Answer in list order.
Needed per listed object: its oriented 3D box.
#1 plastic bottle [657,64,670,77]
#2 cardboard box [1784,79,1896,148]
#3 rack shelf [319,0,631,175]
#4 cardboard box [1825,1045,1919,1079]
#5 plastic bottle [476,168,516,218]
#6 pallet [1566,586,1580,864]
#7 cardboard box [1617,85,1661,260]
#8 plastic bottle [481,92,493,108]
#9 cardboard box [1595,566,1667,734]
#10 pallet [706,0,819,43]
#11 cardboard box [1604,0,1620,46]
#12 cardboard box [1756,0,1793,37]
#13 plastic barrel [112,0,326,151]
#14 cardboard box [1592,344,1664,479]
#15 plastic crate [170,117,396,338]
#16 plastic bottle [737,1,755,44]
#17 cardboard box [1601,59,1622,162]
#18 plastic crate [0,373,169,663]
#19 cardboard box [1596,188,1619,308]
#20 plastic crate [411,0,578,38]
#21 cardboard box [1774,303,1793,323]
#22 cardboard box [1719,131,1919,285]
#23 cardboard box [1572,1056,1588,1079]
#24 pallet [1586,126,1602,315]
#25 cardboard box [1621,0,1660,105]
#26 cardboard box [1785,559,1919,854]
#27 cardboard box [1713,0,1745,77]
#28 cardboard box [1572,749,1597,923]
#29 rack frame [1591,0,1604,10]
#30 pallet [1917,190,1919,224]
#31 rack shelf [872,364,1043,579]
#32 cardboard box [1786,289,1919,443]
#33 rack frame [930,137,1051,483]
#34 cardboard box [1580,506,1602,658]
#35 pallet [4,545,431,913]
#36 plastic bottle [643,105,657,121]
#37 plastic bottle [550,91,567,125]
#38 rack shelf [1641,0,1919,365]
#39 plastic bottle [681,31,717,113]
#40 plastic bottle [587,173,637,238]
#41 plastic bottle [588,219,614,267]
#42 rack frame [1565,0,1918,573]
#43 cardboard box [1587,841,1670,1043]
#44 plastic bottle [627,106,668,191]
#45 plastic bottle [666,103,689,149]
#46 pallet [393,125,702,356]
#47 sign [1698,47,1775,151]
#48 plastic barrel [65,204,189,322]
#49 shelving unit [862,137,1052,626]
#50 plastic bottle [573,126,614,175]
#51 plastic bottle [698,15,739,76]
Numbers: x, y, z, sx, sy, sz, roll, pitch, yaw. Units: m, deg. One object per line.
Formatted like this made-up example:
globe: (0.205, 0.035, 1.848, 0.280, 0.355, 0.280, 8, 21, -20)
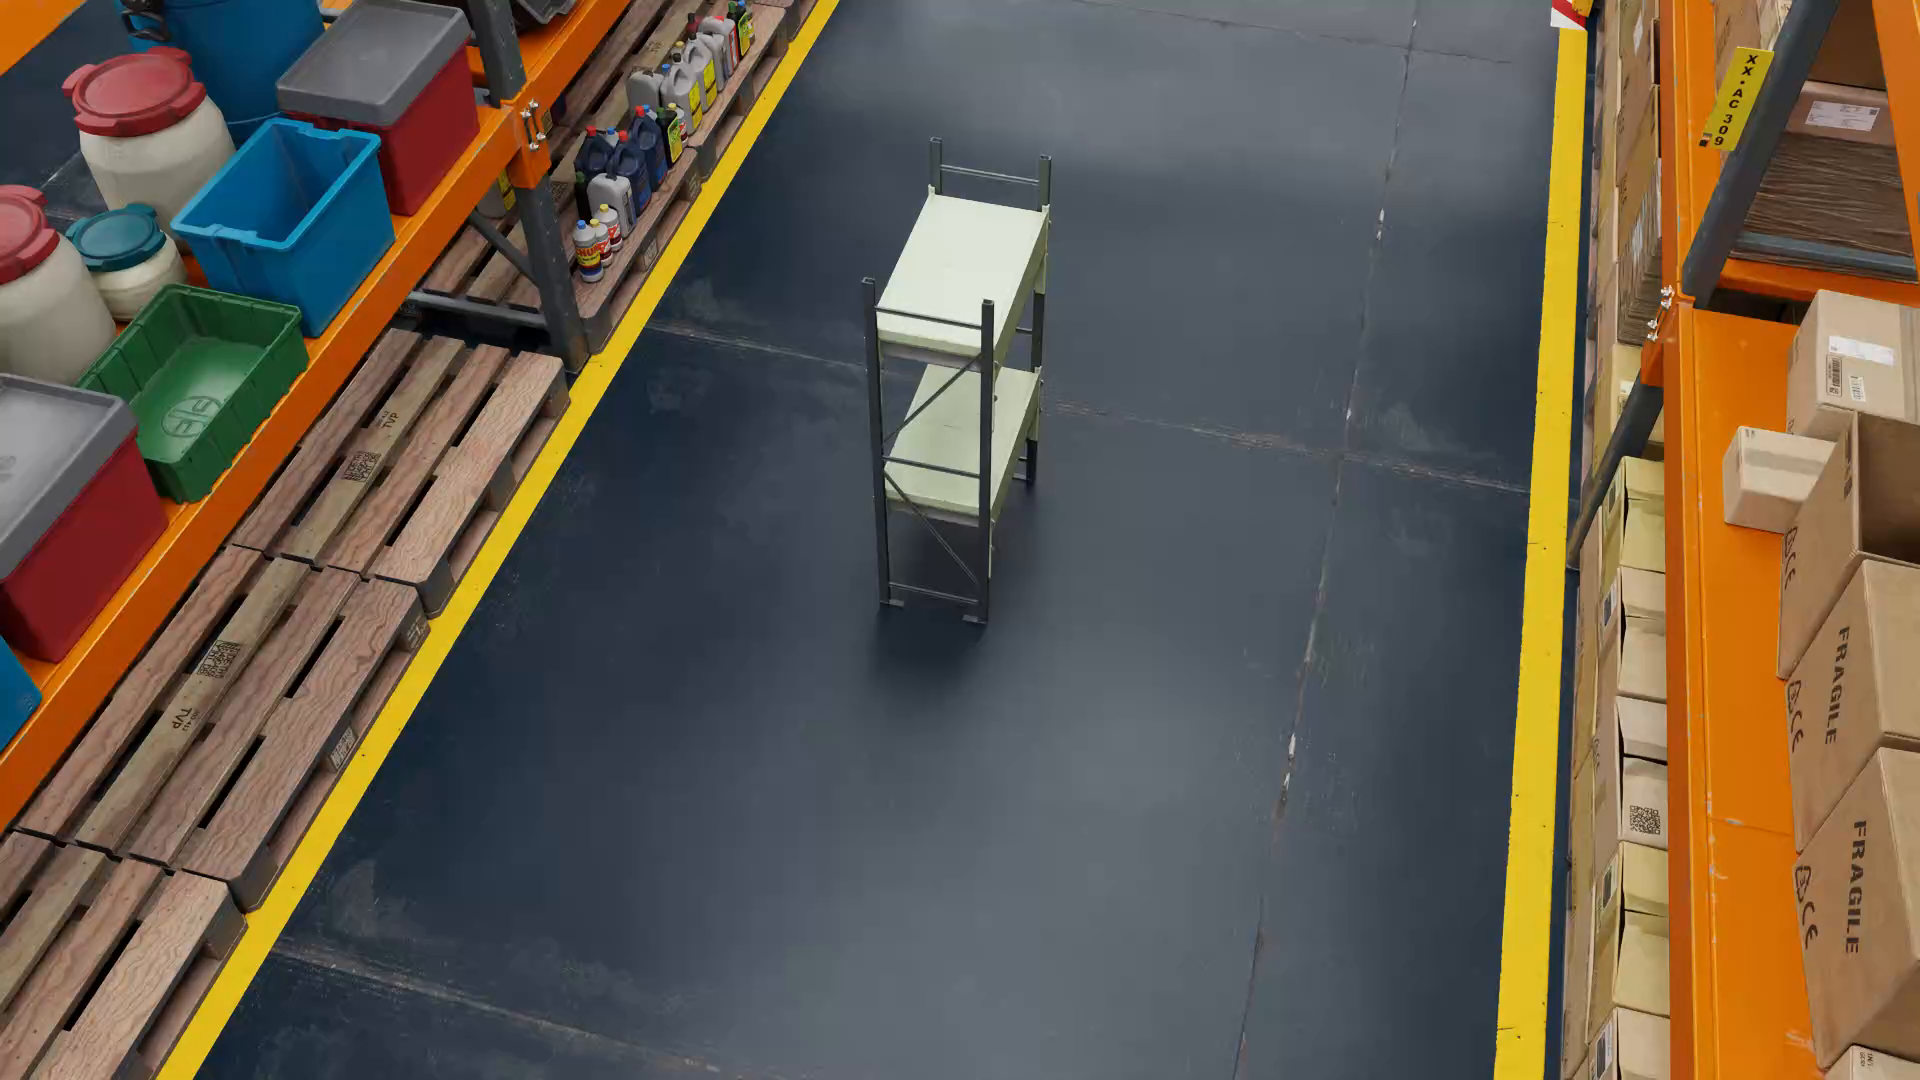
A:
plastic bottle: (-1.344, -2.101, 7.677, 0.097, 0.201, 0.097, 0, 49, 0)
cardboard box: (2.603, -1.315, 4.911, 0.380, 0.149, 0.250, 12, 50, 10)
rack shelf: (-1.513, -3.017, 7.392, 1.077, 0.370, 4.000, 12, 50, 10)
cardboard box: (1.967, 1.214, 3.345, 0.380, 0.149, 0.250, 15, 50, 13)
plastic bottle: (-2.009, -1.572, 7.110, 0.144, 0.351, 0.185, 12, 50, 10)
pallet: (2.582, 0.635, 5.549, 1.003, 0.211, 1.213, 12, 50, 10)
cardboard box: (2.920, -1.406, 6.544, 0.500, 0.500, 0.500, 12, 50, 10)
plastic bottle: (-2.095, -1.843, 7.394, 0.061, 0.283, 0.133, 15, 50, 13)
cardboard box: (2.252, 0.368, 5.105, 0.500, 0.311, 0.500, 11, 49, 10)
pallet: (-1.181, -3.128, 8.870, 1.003, 0.211, 1.213, 12, 50, 10)
cardboard box: (3.435, -2.607, 8.104, 0.500, 0.250, 0.500, 12, 50, 10)
cardboard box: (2.736, -1.684, 5.236, 0.380, 0.149, 0.250, 10, 49, 9)
plastic barrel: (-2.434, -1.755, 5.464, 0.600, 0.901, 0.708, 12, 50, 10)
cardboard box: (2.649, -0.436, 6.188, 0.500, 0.250, 0.500, 12, 50, 10)
plastic crate: (-2.030, -0.944, 5.093, 0.392, 0.384, 0.575, 12, 50, 10)
plastic bottle: (-1.047, -2.507, 8.035, 0.097, 0.201, 0.097, 0, 49, 0)
cardboard box: (3.175, -1.883, 7.465, 0.500, 0.250, 0.500, 12, 50, 10)
plastic crate: (-2.372, -0.045, 4.246, 0.402, 0.464, 0.583, 12, 50, 10)
cardboard box: (2.908, -1.160, 6.827, 0.500, 0.250, 0.500, 12, 50, 10)
plastic crate: (-1.779, -2.142, 6.181, 0.767, 0.338, 0.504, 12, 50, 10)
cardboard box: (3.286, -0.943, 6.135, 0.500, 0.500, 0.500, 12, 50, 10)
cardboard box: (2.849, -1.184, 5.227, 0.700, 0.500, 0.500, 10, 49, 9)
cardboard box: (1.856, 1.670, 4.329, 0.500, 0.250, 0.500, 13, 50, 11)
pallet: (3.307, -1.358, 7.308, 1.003, 0.211, 1.213, 12, 50, 10)
cardboard box: (3.186, -2.129, 7.182, 0.500, 0.500, 0.500, 12, 50, 10)
cardboard box: (2.250, 0.434, 3.800, 0.500, 0.500, 0.500, 12, 50, 10)
cardboard box: (3.117, -1.929, 5.885, 0.700, 0.500, 0.500, 12, 50, 11)
cardboard box: (2.123, 0.930, 4.982, 0.500, 0.250, 0.500, 10, 49, 9)
rack frame: (3.791, -3.722, 7.534, 1.000, 3.000, 0.127, 12, 50, 10)
pallet: (2.069, -0.183, 2.536, 1.003, 0.211, 1.213, 14, 50, 12)
rack shelf: (0.002, -0.285, 5.936, 0.431, 0.370, 0.720, 12, 50, 10)
cardboard box: (2.651, -0.414, 4.715, 0.500, 0.250, 0.500, 14, 50, 12)
rack frame: (0.098, -0.766, 5.926, 0.400, 1.500, 0.023, 12, 50, 10)
cardboard box: (2.393, 0.185, 5.640, 0.500, 0.250, 0.500, 10, 49, 9)
pallet: (-2.528, 0.575, 5.602, 1.003, 0.211, 1.213, 12, 50, 10)
plastic bottle: (-1.375, -1.804, 7.367, 0.097, 0.271, 0.097, 0, 49, 0)
plastic bottle: (-1.863, -2.047, 7.574, 0.061, 0.283, 0.133, 12, 50, 10)
rack shelf: (3.264, -2.037, 6.527, 1.077, 0.370, 4.000, 12, 50, 10)
plastic bottle: (-1.216, -2.158, 7.627, 0.144, 0.351, 0.185, 13, 50, 12)
plastic bottle: (-1.474, -1.436, 7.040, 0.152, 0.276, 0.135, 13, 50, 11)
plastic bottle: (-1.506, -1.246, 6.922, 0.097, 0.201, 0.097, 0, 49, 0)
rack frame: (2.738, -0.828, 4.980, 1.000, 3.000, 0.127, 12, 50, 10)
cardboard box: (1.986, 1.119, 4.442, 0.500, 0.311, 0.500, 13, 50, 11)
plastic bottle: (-1.377, -1.716, 7.237, 0.144, 0.351, 0.185, 10, 49, 8)
plastic bottle: (-1.280, -1.867, 7.470, 0.097, 0.201, 0.097, 0, 49, 0)
pallet: (-1.823, -1.363, 7.313, 1.003, 0.211, 1.213, 12, 50, 10)
sign: (2.202, -1.250, 4.722, 0.100, 0.325, 0.005, 12, 50, 10)
plastic barrel: (-2.536, -0.836, 5.079, 0.301, 0.262, 0.301, 0, 49, 0)
shelving unit: (0.002, -0.501, 5.692, 0.431, 1.500, 0.755, 12, 50, 10)
plastic bottle: (-1.566, -1.608, 7.142, 0.144, 0.351, 0.185, 12, 50, 10)
plastic bottle: (-1.140, -2.354, 7.850, 0.152, 0.276, 0.135, 12, 50, 10)
